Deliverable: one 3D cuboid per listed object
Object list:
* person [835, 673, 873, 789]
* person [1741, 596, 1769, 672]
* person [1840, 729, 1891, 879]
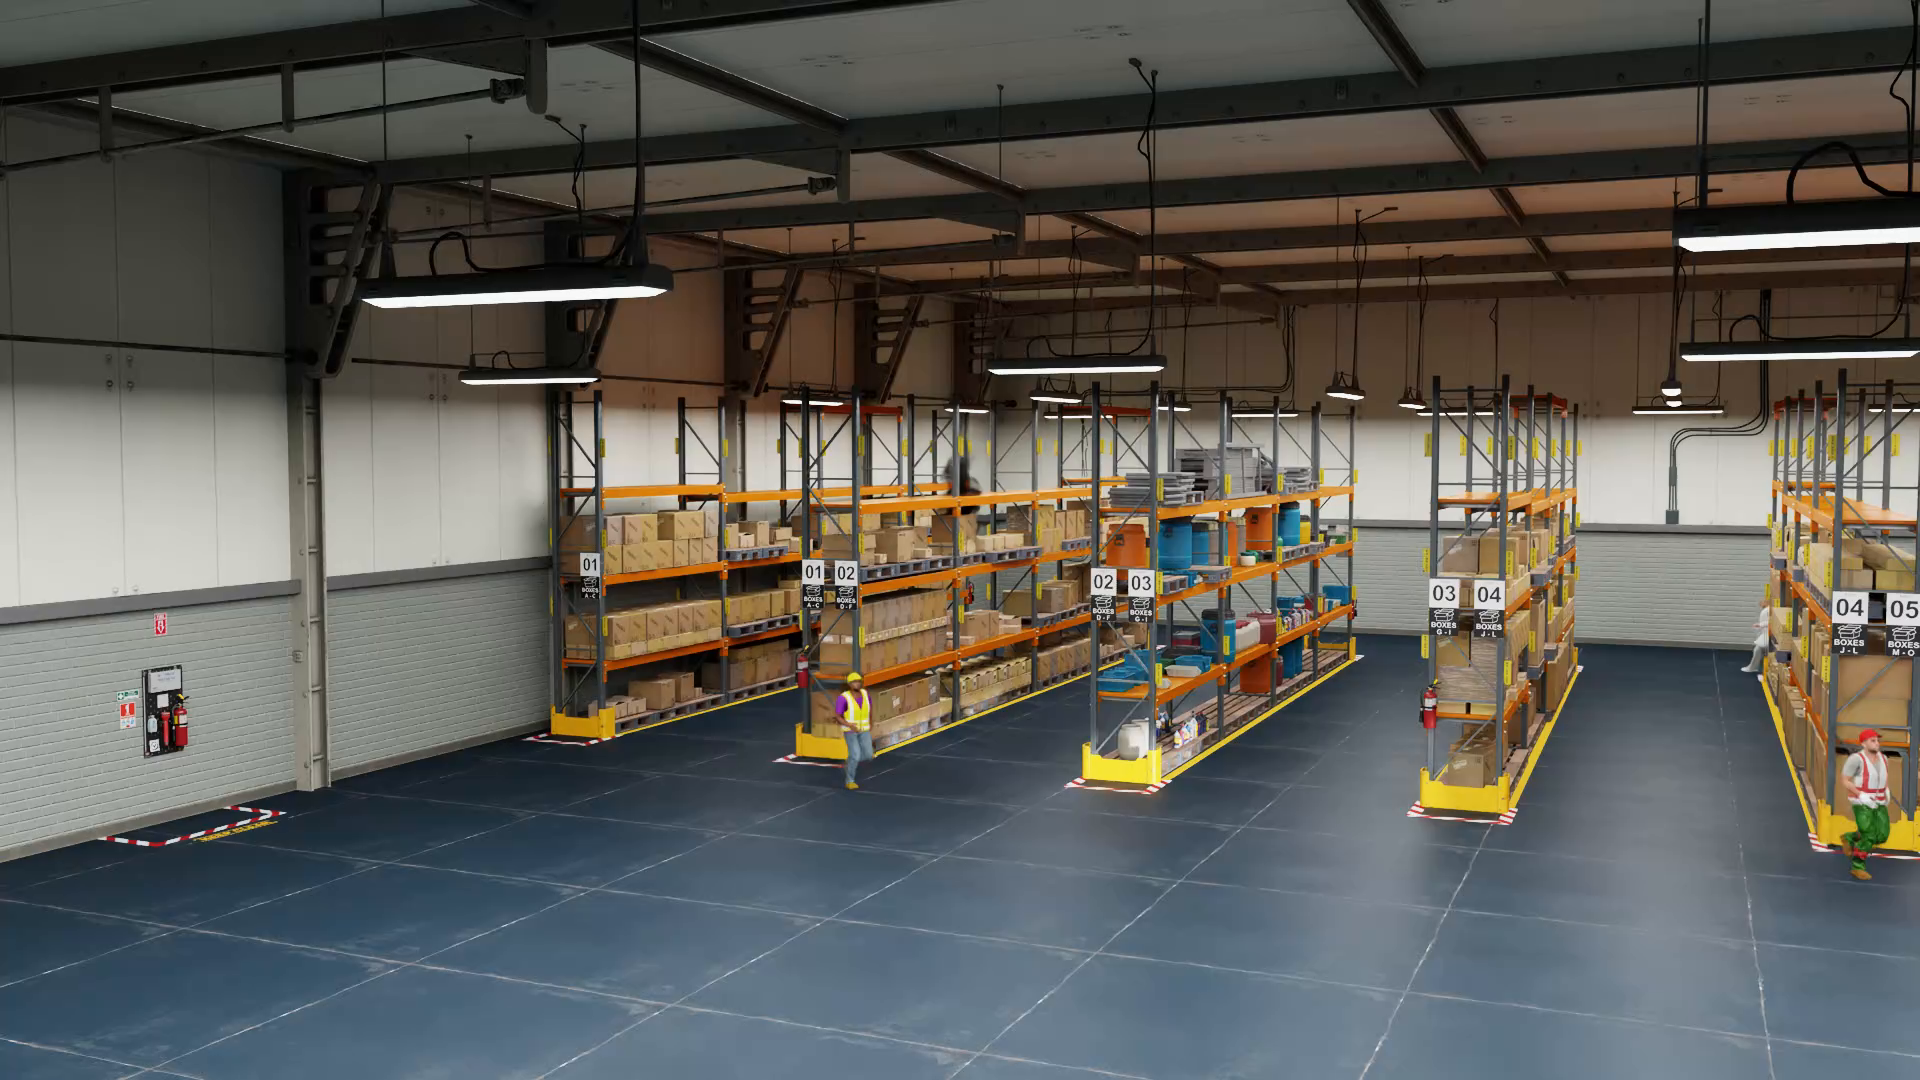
[{"bbox_3d":[-1.514,2.797,24.396,0.721,1.720,0.654,-2,4,-35],"label":"person"},{"bbox_3d":[17.815,2.098,36.985,0.776,1.716,0.990,1,3,14],"label":"person"},{"bbox_3d":[10.578,3.063,19.423,0.684,1.750,0.673,-1,3,-15],"label":"person"}]
